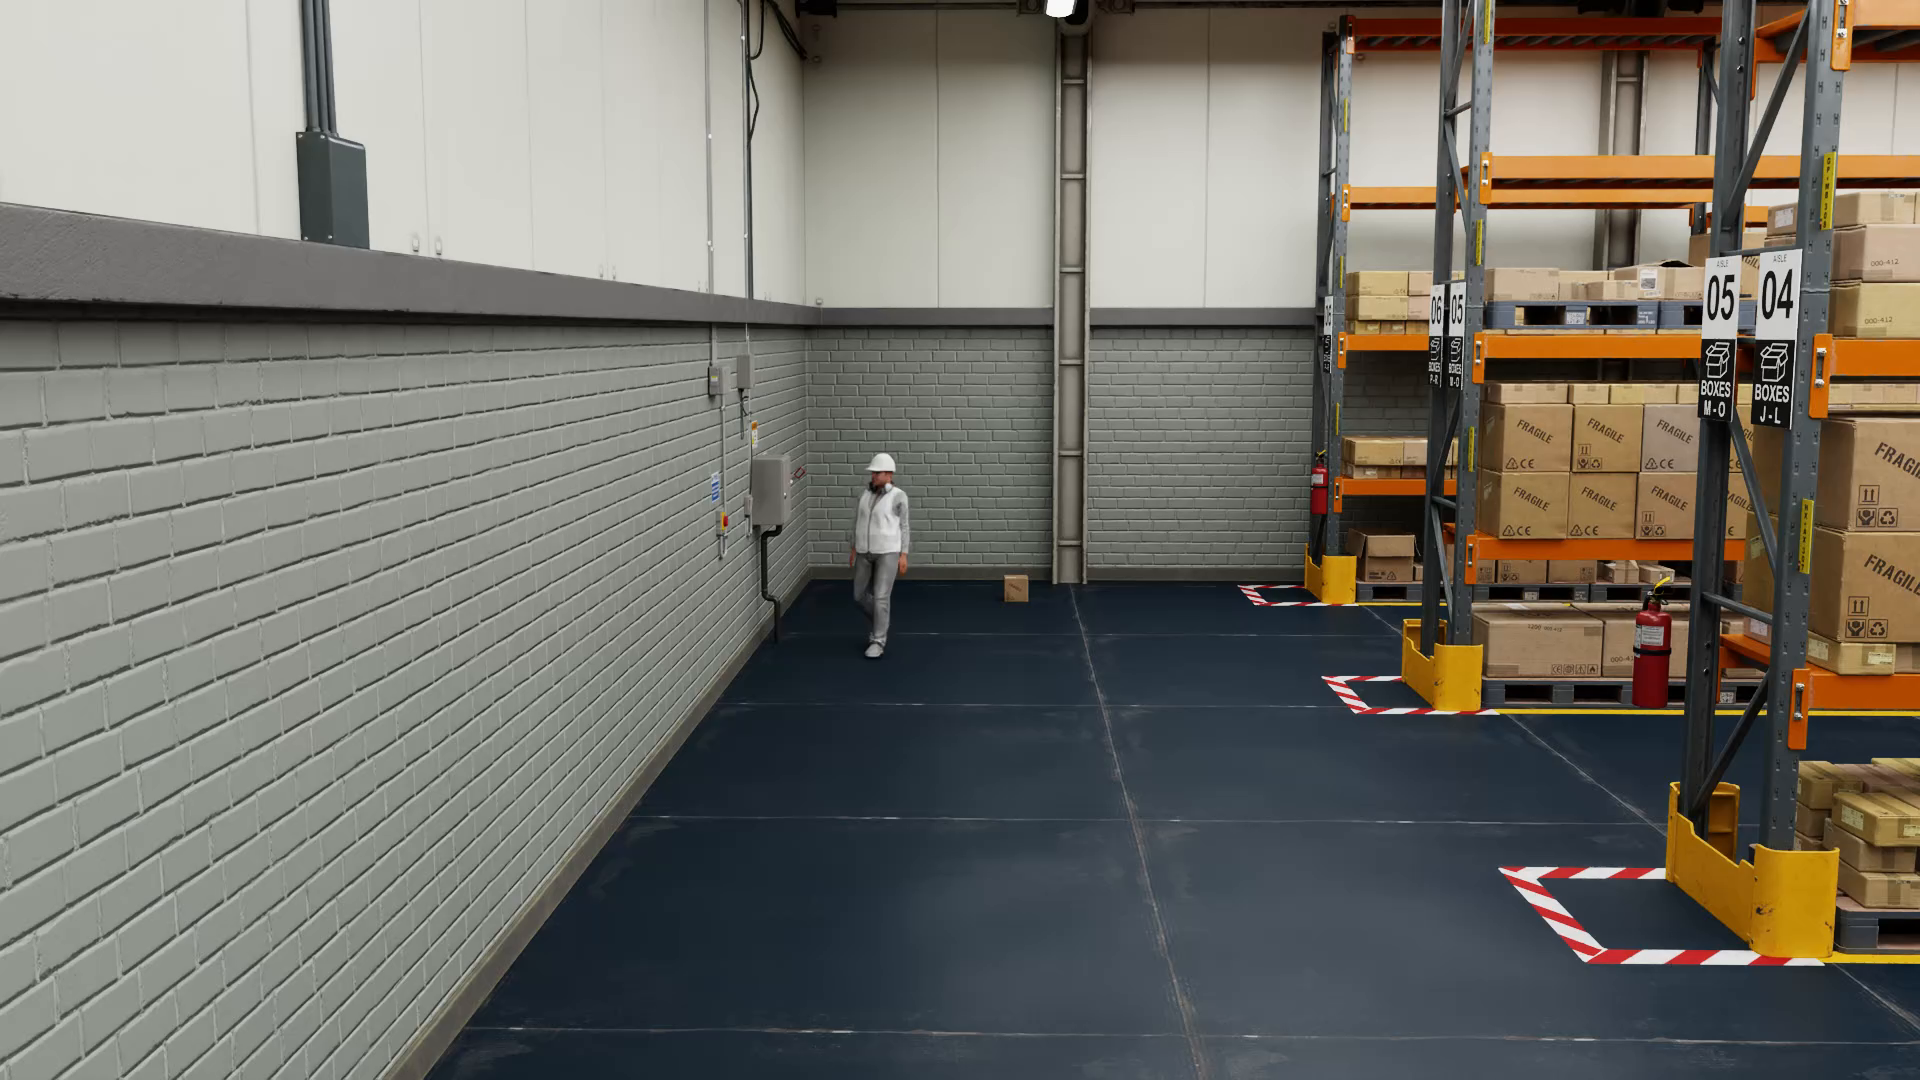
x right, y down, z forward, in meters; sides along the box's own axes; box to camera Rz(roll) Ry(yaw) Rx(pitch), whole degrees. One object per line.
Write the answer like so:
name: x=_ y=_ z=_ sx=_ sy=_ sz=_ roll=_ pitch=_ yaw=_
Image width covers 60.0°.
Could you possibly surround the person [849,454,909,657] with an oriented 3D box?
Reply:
person: x=-0.747 y=0.115 z=14.745 sx=0.555 sy=1.750 sz=0.767 roll=4 pitch=8 yaw=27
